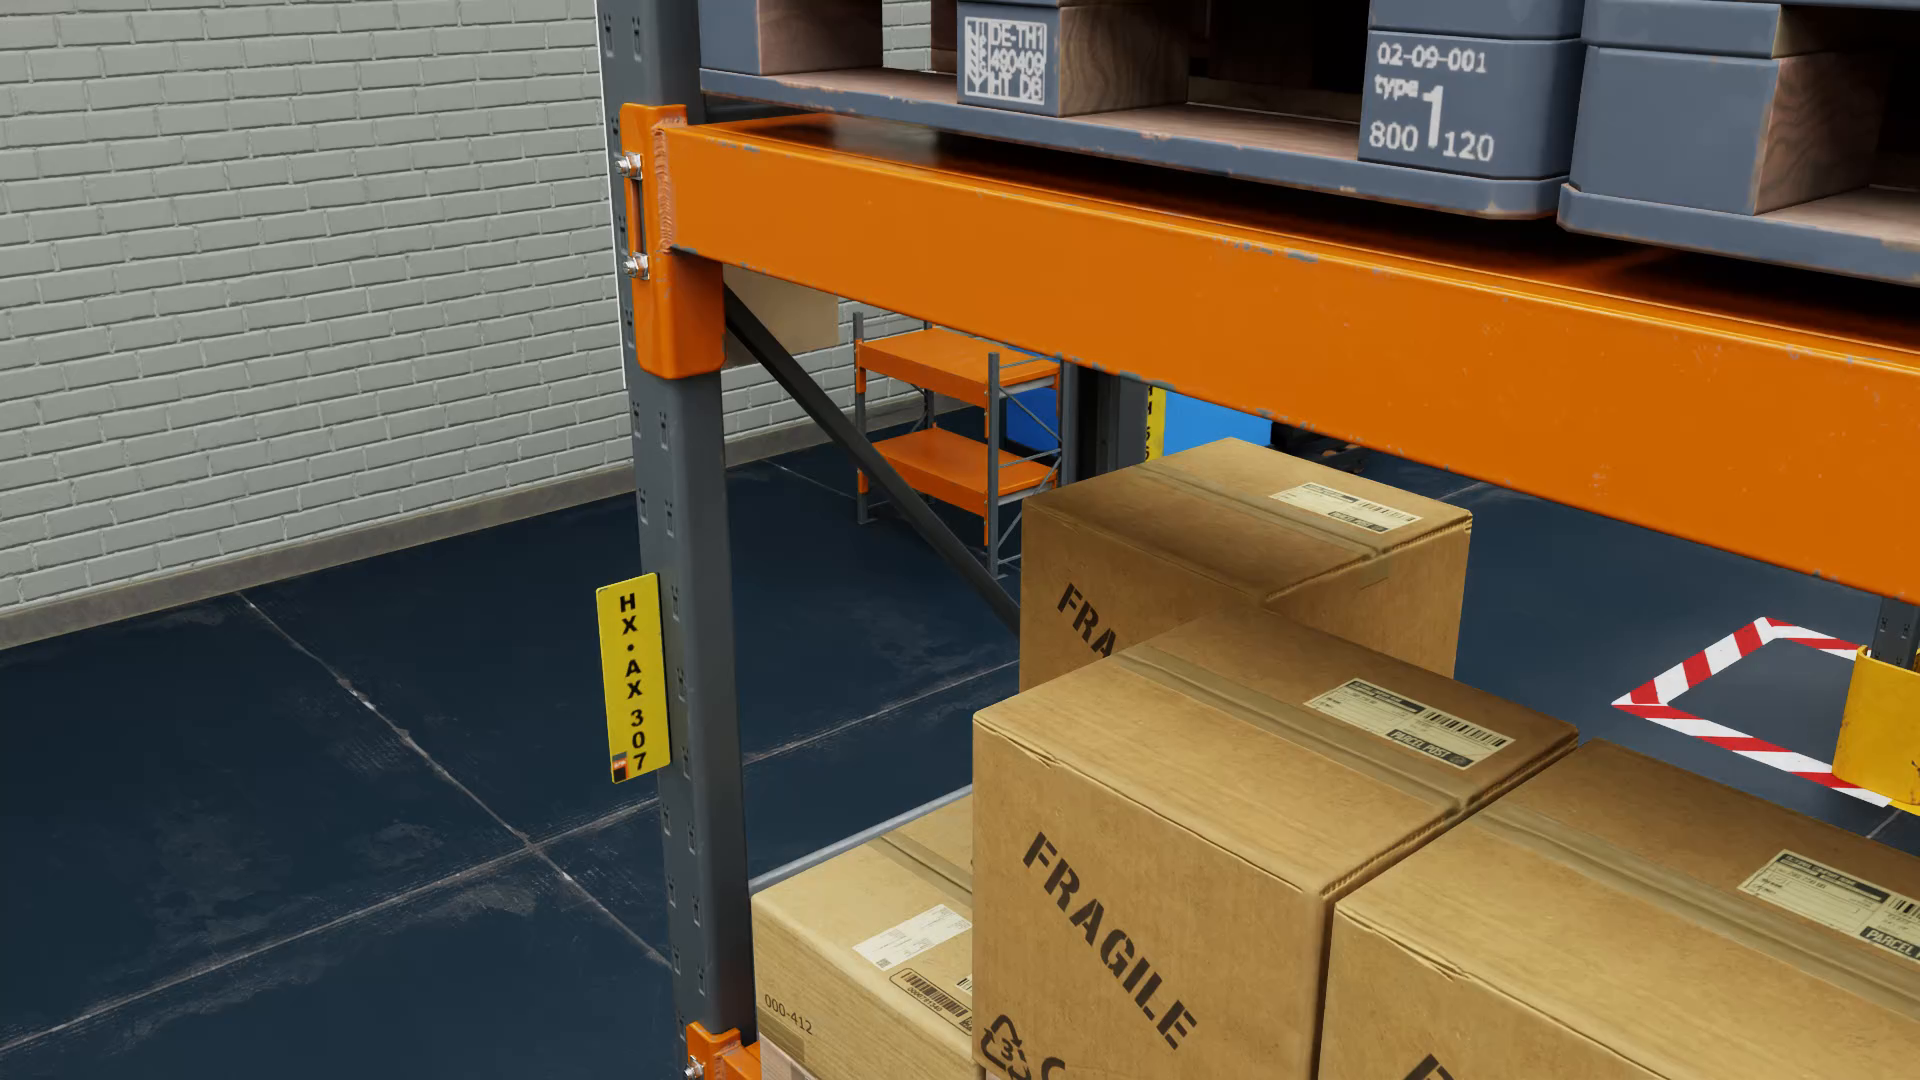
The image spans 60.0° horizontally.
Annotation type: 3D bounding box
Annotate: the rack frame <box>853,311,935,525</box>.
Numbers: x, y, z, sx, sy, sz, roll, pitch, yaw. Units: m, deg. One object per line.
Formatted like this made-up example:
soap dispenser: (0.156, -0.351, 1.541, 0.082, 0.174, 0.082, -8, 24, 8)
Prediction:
rack frame: (-0.336, -0.666, 8.642, 0.500, 1.125, 0.032, -17, 27, -37)

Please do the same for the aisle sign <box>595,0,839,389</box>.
aisle sign: (-0.346, -0.637, 2.433, 0.394, 0.787, 0.004, -17, 27, -37)

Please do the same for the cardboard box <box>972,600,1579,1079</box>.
cardboard box: (0.363, 0.439, 2.019, 0.500, 0.500, 0.500, -18, 28, -39)

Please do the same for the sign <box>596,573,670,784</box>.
sign: (-0.496, 0.213, 2.533, 0.100, 0.325, 0.005, -17, 27, -37)

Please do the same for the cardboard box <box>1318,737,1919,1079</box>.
cardboard box: (0.706, 0.581, 1.657, 0.500, 0.500, 0.500, -18, 28, -39)

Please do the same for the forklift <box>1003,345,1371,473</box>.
forklift: (1.712, -1.837, 9.155, 3.031, 2.935, 1.130, -16, 26, -35)

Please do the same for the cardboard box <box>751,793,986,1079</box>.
cardboard box: (0.037, 0.650, 2.509, 0.500, 0.250, 0.500, -18, 28, -39)

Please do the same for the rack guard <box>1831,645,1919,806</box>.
rack guard: (3.801, 0.554, 6.384, 1.175, 0.500, 0.348, -17, 27, -37)

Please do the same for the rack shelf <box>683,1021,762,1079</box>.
rack shelf: (1.234, 1.410, 1.759, 1.077, 0.370, 4.000, -17, 27, -37)

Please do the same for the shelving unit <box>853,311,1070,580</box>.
shelving unit: (-0.004, -0.526, 8.284, 0.538, 1.125, 1.048, -17, 27, -37)

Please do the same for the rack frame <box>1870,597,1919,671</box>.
rack frame: (3.752, -0.631, 5.982, 1.000, 3.000, 0.127, -17, 27, -37)

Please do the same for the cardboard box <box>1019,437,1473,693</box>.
cardboard box: (0.445, 0.176, 2.691, 0.500, 0.500, 0.500, -17, 27, -37)

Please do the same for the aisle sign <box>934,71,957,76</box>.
aisle sign: (0.109, -0.780, 2.797, 0.394, 0.787, 0.004, -17, 27, -37)

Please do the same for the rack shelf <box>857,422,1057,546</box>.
rack shelf: (-0.004, -0.298, 8.373, 0.538, 0.278, 1.000, -17, 27, -37)

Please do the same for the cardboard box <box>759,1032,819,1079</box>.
cardboard box: (-0.090, 0.816, 2.633, 0.380, 0.149, 0.250, -17, 27, -37)

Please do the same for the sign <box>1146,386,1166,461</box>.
sign: (0.348, -0.253, 3.104, 0.100, 0.325, 0.005, -17, 27, -37)

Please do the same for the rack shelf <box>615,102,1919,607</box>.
rack shelf: (1.234, 0.013, 1.212, 1.077, 0.370, 4.000, -17, 27, -37)

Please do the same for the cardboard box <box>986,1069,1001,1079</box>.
cardboard box: (0.381, 0.792, 2.146, 0.500, 0.250, 0.500, -18, 28, -38)

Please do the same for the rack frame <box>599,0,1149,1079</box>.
rack frame: (-0.069, 0.521, 3.040, 0.949, 2.616, 0.053, -17, 27, -37)

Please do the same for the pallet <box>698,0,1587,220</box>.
pallet: (0.420, -0.631, 1.990, 1.003, 0.211, 1.213, -17, 27, -37)

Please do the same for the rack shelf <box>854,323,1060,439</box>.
rack shelf: (-0.004, -0.798, 8.177, 0.538, 0.278, 1.000, -17, 27, -37)

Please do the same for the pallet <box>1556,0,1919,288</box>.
pallet: (1.221, -0.294, 1.129, 1.003, 0.211, 1.213, -17, 27, -37)

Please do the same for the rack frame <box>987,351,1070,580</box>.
rack frame: (0.327, -0.385, 7.925, 0.500, 1.125, 0.032, -17, 27, -37)
